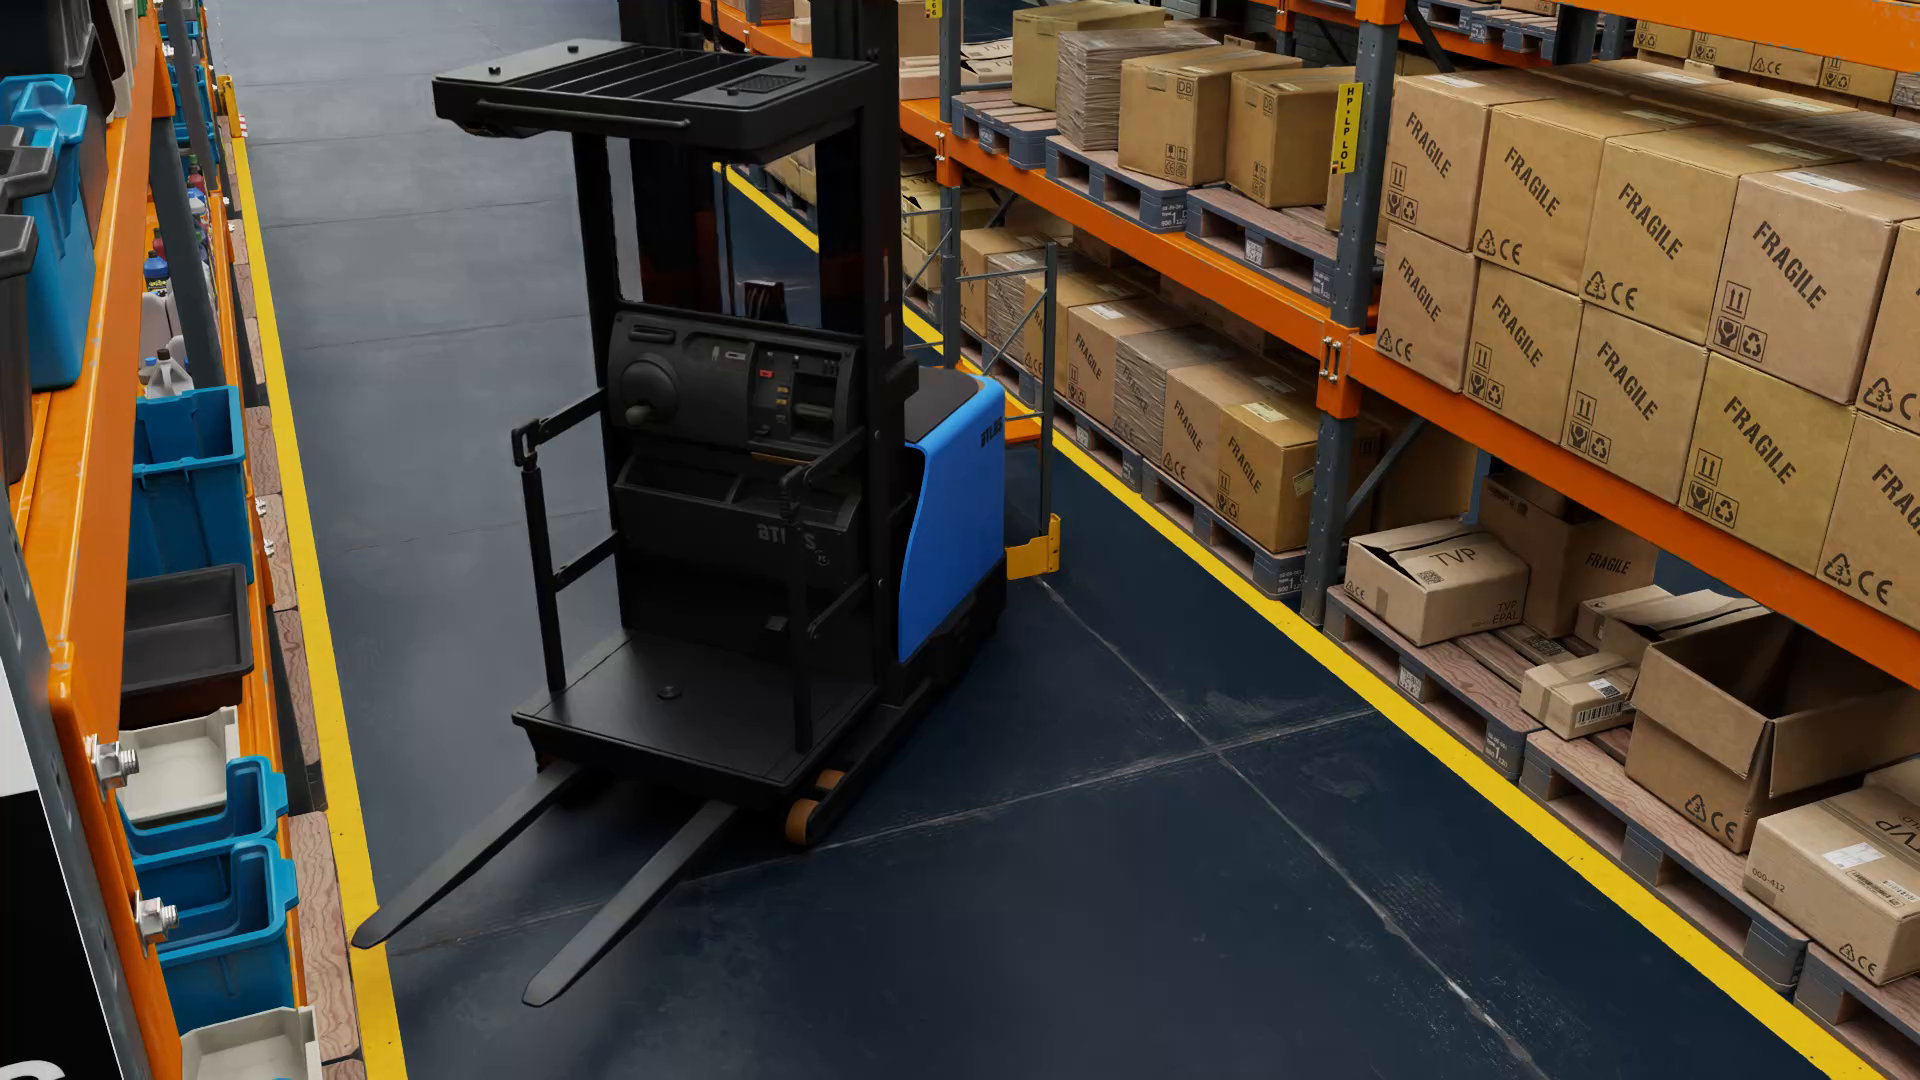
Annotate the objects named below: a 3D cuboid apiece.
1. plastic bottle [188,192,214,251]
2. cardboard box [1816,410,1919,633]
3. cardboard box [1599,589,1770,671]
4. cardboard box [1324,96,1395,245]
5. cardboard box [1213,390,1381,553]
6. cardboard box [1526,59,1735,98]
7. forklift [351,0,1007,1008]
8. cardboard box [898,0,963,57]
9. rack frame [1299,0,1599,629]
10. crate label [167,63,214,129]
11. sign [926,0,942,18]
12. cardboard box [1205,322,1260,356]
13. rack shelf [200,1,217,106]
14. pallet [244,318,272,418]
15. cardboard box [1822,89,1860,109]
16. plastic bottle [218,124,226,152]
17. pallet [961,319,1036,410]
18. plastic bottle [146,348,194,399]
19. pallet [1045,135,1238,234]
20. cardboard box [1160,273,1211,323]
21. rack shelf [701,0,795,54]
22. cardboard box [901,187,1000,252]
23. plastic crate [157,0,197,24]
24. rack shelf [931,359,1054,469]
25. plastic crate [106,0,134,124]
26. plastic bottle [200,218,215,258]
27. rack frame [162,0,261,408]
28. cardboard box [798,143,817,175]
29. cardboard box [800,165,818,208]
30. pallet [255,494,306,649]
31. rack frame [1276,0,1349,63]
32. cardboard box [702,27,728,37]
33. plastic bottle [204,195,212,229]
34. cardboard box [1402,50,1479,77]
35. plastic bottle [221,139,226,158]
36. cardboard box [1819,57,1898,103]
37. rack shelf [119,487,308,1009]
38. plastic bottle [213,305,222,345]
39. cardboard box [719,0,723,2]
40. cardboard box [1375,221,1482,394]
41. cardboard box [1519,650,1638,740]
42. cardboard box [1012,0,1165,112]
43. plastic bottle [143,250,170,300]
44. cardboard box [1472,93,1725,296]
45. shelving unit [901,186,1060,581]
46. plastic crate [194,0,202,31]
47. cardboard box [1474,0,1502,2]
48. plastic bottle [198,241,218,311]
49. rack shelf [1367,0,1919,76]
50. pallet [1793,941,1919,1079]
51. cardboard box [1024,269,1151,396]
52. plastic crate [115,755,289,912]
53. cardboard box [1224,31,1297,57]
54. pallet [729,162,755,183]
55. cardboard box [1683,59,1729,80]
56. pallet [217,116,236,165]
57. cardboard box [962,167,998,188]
[{"bbox_3d":[-3.375,-1.402,7.349,0.097,0.271,0.097,0,26,0],"label":"plastic bottle"},{"bbox_3d":[2.672,-0.060,4.340,0.500,0.500,0.500,-10,28,-20],"label":"cardboard box"},{"bbox_3d":[2.706,0.410,6.054,0.500,0.311,0.500,-11,28,-21],"label":"cardboard box"},{"bbox_3d":[1.949,-1.548,6.908,0.700,0.500,0.500,-22,34,-37],"label":"cardboard box"},{"bbox_3d":[1.472,-0.309,7.311,0.500,0.500,0.500,-11,28,-21],"label":"cardboard box"},{"bbox_3d":[2.365,-1.419,5.984,0.500,0.500,0.500,-10,28,-20],"label":"cardboard box"},{"bbox_3d":[-0.861,-0.492,5.417,1.130,2.935,3.031,11,28,21],"label":"forklift"},{"bbox_3d":[-0.310,-3.419,11.219,0.500,0.500,0.500,-12,29,-23],"label":"cardboard box"},{"bbox_3d":[1.929,-1.084,6.552,1.000,3.000,0.127,-11,28,-21],"label":"rack frame"},{"bbox_3d":[-4.337,-2.313,9.028,0.502,0.435,0.616,-11,28,-21],"label":"crate label"},{"bbox_3d":[-0.147,-3.123,9.407,0.100,0.325,0.005,-11,28,-21],"label":"sign"},{"bbox_3d":[1.555,-0.812,8.343,0.500,0.500,0.500,-10,28,-20],"label":"cardboard box"},{"bbox_3d":[-6.547,-3.949,13.238,1.077,0.370,4.000,-11,28,-21],"label":"rack shelf"},{"bbox_3d":[-4.465,-0.916,9.385,1.003,0.211,1.213,-11,28,-21],"label":"pallet"},{"bbox_3d":[5.445,-2.658,10.038,0.380,0.149,0.250,-10,28,-20],"label":"cardboard box"},{"bbox_3d":[-6.145,-3.346,13.779,0.061,0.283,0.133,-10,28,-19],"label":"plastic bottle"},{"bbox_3d":[0.620,-1.138,9.841,1.003,0.211,1.213,-11,28,-21],"label":"pallet"},{"bbox_3d":[-2.486,-0.427,5.261,0.144,0.351,0.185,-11,28,-21],"label":"plastic bottle"},{"bbox_3d":[1.128,-1.829,8.295,1.003,0.211,1.213,-11,28,-21],"label":"pallet"},{"bbox_3d":[1.375,-1.339,8.567,0.500,0.250,0.500,-11,28,-22],"label":"cardboard box"},{"bbox_3d":[-1.988,-4.798,14.978,1.077,0.370,4.000,-11,28,-21],"label":"rack shelf"},{"bbox_3d":[-0.070,-2.073,10.594,0.500,0.311,0.500,-10,28,-19],"label":"cardboard box"},{"bbox_3d":[-5.292,-3.350,11.120,0.402,0.464,0.583,-11,28,-21],"label":"plastic crate"},{"bbox_3d":[-0.033,-0.547,7.570,0.538,0.185,1.000,-11,28,-21],"label":"rack shelf"},{"bbox_3d":[-1.648,-0.862,2.814,0.437,0.282,0.530,-11,28,-21],"label":"plastic crate"},{"bbox_3d":[-3.337,-1.331,7.284,0.097,0.201,0.097,0,26,0],"label":"plastic bottle"},{"bbox_3d":[-4.197,-1.850,8.119,1.000,3.000,0.127,-11,28,-21],"label":"rack frame"},{"bbox_3d":[-0.877,-2.898,12.282,0.500,0.311,0.500,-12,28,-22],"label":"cardboard box"},{"bbox_3d":[-0.870,-2.646,12.407,0.500,0.250,0.500,-11,28,-22],"label":"cardboard box"},{"bbox_3d":[-3.376,0.206,7.087,1.003,0.211,1.213,-11,28,-21],"label":"pallet"},{"bbox_3d":[3.352,-5.167,14.913,1.000,3.000,0.127,-11,28,-21],"label":"rack frame"},{"bbox_3d":[-2.181,-4.358,15.058,0.500,0.500,0.500,-11,28,-21],"label":"cardboard box"},{"bbox_3d":[-3.527,-1.527,7.686,0.097,0.201,0.097,0,26,0],"label":"plastic bottle"},{"bbox_3d":[4.039,-3.897,13.806,0.500,0.250,0.500,-11,28,-22],"label":"cardboard box"},{"bbox_3d":[-5.938,-3.117,13.232,0.144,0.351,0.185,-11,28,-21],"label":"plastic bottle"},{"bbox_3d":[5.474,-2.877,9.748,0.500,0.500,0.500,-10,28,-19],"label":"cardboard box"},{"bbox_3d":[-1.847,0.896,3.316,1.077,0.370,4.000,-11,28,-21],"label":"rack shelf"},{"bbox_3d":[-2.844,-0.823,6.244,0.097,0.201,0.097,0,26,0],"label":"plastic bottle"},{"bbox_3d":[-1.789,-4.952,14.360,0.700,0.500,0.500,-10,28,-20],"label":"cardboard box"},{"bbox_3d":[1.877,-0.877,6.013,0.500,0.500,0.500,-10,28,-19],"label":"cardboard box"},{"bbox_3d":[2.242,0.545,5.942,0.380,0.166,0.250,-11,28,-21],"label":"cardboard box"},{"bbox_3d":[0.712,-2.698,9.264,0.700,0.500,0.500,-22,34,-37],"label":"cardboard box"},{"bbox_3d":[-3.144,-1.002,6.530,0.097,0.271,0.097,0,26,0],"label":"plastic bottle"},{"bbox_3d":[2.057,-1.132,5.396,0.500,0.500,0.500,-11,28,-22],"label":"cardboard box"},{"bbox_3d":[-0.030,-0.705,7.484,0.587,1.500,1.083,-11,28,-21],"label":"shelving unit"},{"bbox_3d":[-6.035,-3.966,12.695,0.450,0.188,0.662,-11,28,-21],"label":"plastic crate"},{"bbox_3d":[4.217,-4.482,12.895,0.700,0.500,0.500,-11,28,-21],"label":"cardboard box"},{"bbox_3d":[-3.050,-1.076,6.591,0.144,0.351,0.185,-11,28,-21],"label":"plastic bottle"},{"bbox_3d":[2.712,-1.302,4.398,1.077,0.370,4.000,-11,28,-21],"label":"rack shelf"},{"bbox_3d":[3.152,1.431,4.578,1.003,0.211,1.213,-11,28,-21],"label":"pallet"},{"bbox_3d":[0.679,-1.127,8.987,0.500,0.500,0.500,-11,28,-21],"label":"cardboard box"},{"bbox_3d":[-1.491,0.619,3.185,0.416,0.233,0.300,-11,28,-21],"label":"plastic crate"},{"bbox_3d":[2.909,-4.653,16.209,0.500,0.500,0.500,-13,29,-24],"label":"cardboard box"},{"bbox_3d":[-1.477,-3.389,14.451,1.003,0.211,1.213,-11,28,-21],"label":"pallet"},{"bbox_3d":[4.951,-3.050,10.842,0.380,0.149,0.250,-10,28,-19],"label":"cardboard box"},{"bbox_3d":[-6.944,-3.475,14.626,1.003,0.211,1.213,-11,28,-21],"label":"pallet"},{"bbox_3d":[0.214,-2.377,11.215,0.500,0.311,0.500,-11,28,-22],"label":"cardboard box"}]
